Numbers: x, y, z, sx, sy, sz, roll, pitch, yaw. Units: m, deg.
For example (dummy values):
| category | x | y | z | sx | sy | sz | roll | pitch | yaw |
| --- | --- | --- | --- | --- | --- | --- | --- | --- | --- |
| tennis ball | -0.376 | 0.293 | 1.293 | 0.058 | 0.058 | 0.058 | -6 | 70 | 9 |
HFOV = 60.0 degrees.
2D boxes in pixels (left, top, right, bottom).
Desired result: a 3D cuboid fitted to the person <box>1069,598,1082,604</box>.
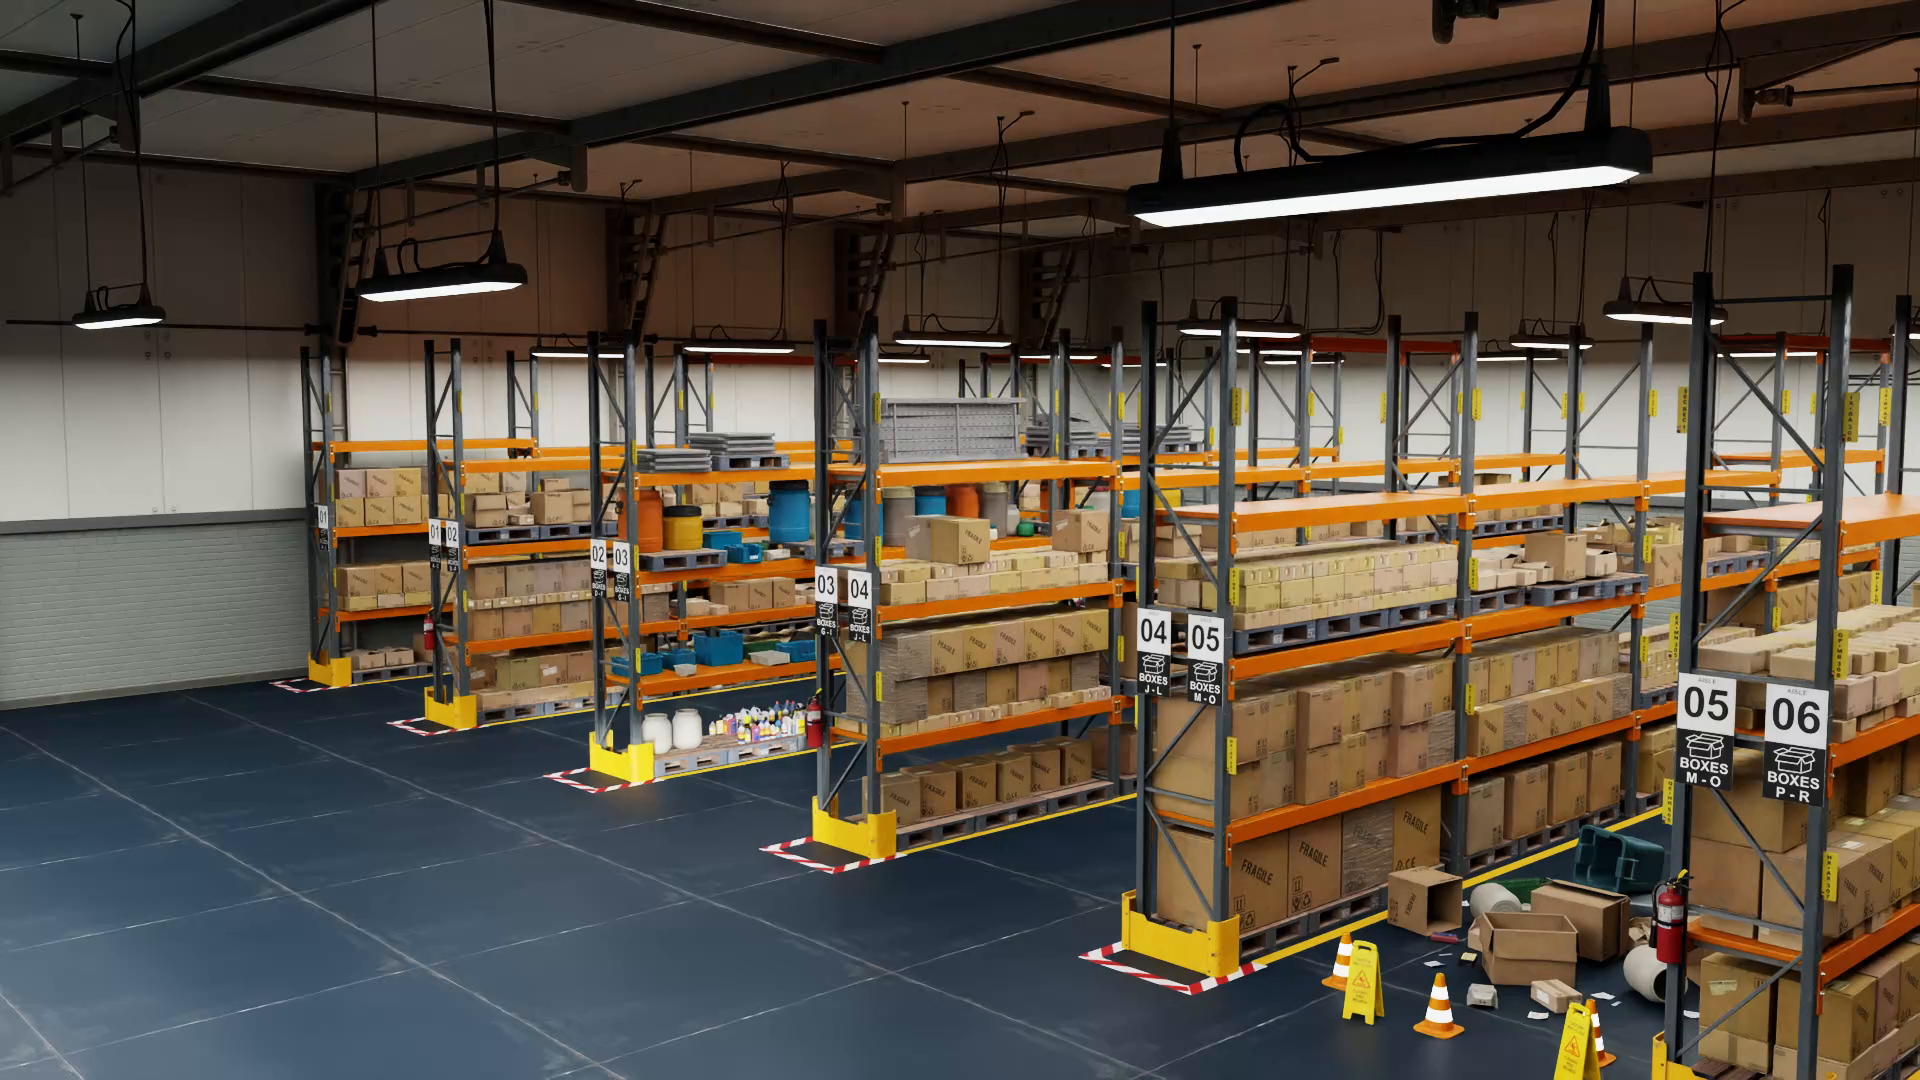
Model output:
| category | x | y | z | sx | sy | sz | roll | pitch | yaw |
| --- | --- | --- | --- | --- | --- | --- | --- | --- | --- |
| person | 2.156 | 1.487 | 31.743 | 0.625 | 1.760 | 0.529 | 0 | 5 | 4 |
